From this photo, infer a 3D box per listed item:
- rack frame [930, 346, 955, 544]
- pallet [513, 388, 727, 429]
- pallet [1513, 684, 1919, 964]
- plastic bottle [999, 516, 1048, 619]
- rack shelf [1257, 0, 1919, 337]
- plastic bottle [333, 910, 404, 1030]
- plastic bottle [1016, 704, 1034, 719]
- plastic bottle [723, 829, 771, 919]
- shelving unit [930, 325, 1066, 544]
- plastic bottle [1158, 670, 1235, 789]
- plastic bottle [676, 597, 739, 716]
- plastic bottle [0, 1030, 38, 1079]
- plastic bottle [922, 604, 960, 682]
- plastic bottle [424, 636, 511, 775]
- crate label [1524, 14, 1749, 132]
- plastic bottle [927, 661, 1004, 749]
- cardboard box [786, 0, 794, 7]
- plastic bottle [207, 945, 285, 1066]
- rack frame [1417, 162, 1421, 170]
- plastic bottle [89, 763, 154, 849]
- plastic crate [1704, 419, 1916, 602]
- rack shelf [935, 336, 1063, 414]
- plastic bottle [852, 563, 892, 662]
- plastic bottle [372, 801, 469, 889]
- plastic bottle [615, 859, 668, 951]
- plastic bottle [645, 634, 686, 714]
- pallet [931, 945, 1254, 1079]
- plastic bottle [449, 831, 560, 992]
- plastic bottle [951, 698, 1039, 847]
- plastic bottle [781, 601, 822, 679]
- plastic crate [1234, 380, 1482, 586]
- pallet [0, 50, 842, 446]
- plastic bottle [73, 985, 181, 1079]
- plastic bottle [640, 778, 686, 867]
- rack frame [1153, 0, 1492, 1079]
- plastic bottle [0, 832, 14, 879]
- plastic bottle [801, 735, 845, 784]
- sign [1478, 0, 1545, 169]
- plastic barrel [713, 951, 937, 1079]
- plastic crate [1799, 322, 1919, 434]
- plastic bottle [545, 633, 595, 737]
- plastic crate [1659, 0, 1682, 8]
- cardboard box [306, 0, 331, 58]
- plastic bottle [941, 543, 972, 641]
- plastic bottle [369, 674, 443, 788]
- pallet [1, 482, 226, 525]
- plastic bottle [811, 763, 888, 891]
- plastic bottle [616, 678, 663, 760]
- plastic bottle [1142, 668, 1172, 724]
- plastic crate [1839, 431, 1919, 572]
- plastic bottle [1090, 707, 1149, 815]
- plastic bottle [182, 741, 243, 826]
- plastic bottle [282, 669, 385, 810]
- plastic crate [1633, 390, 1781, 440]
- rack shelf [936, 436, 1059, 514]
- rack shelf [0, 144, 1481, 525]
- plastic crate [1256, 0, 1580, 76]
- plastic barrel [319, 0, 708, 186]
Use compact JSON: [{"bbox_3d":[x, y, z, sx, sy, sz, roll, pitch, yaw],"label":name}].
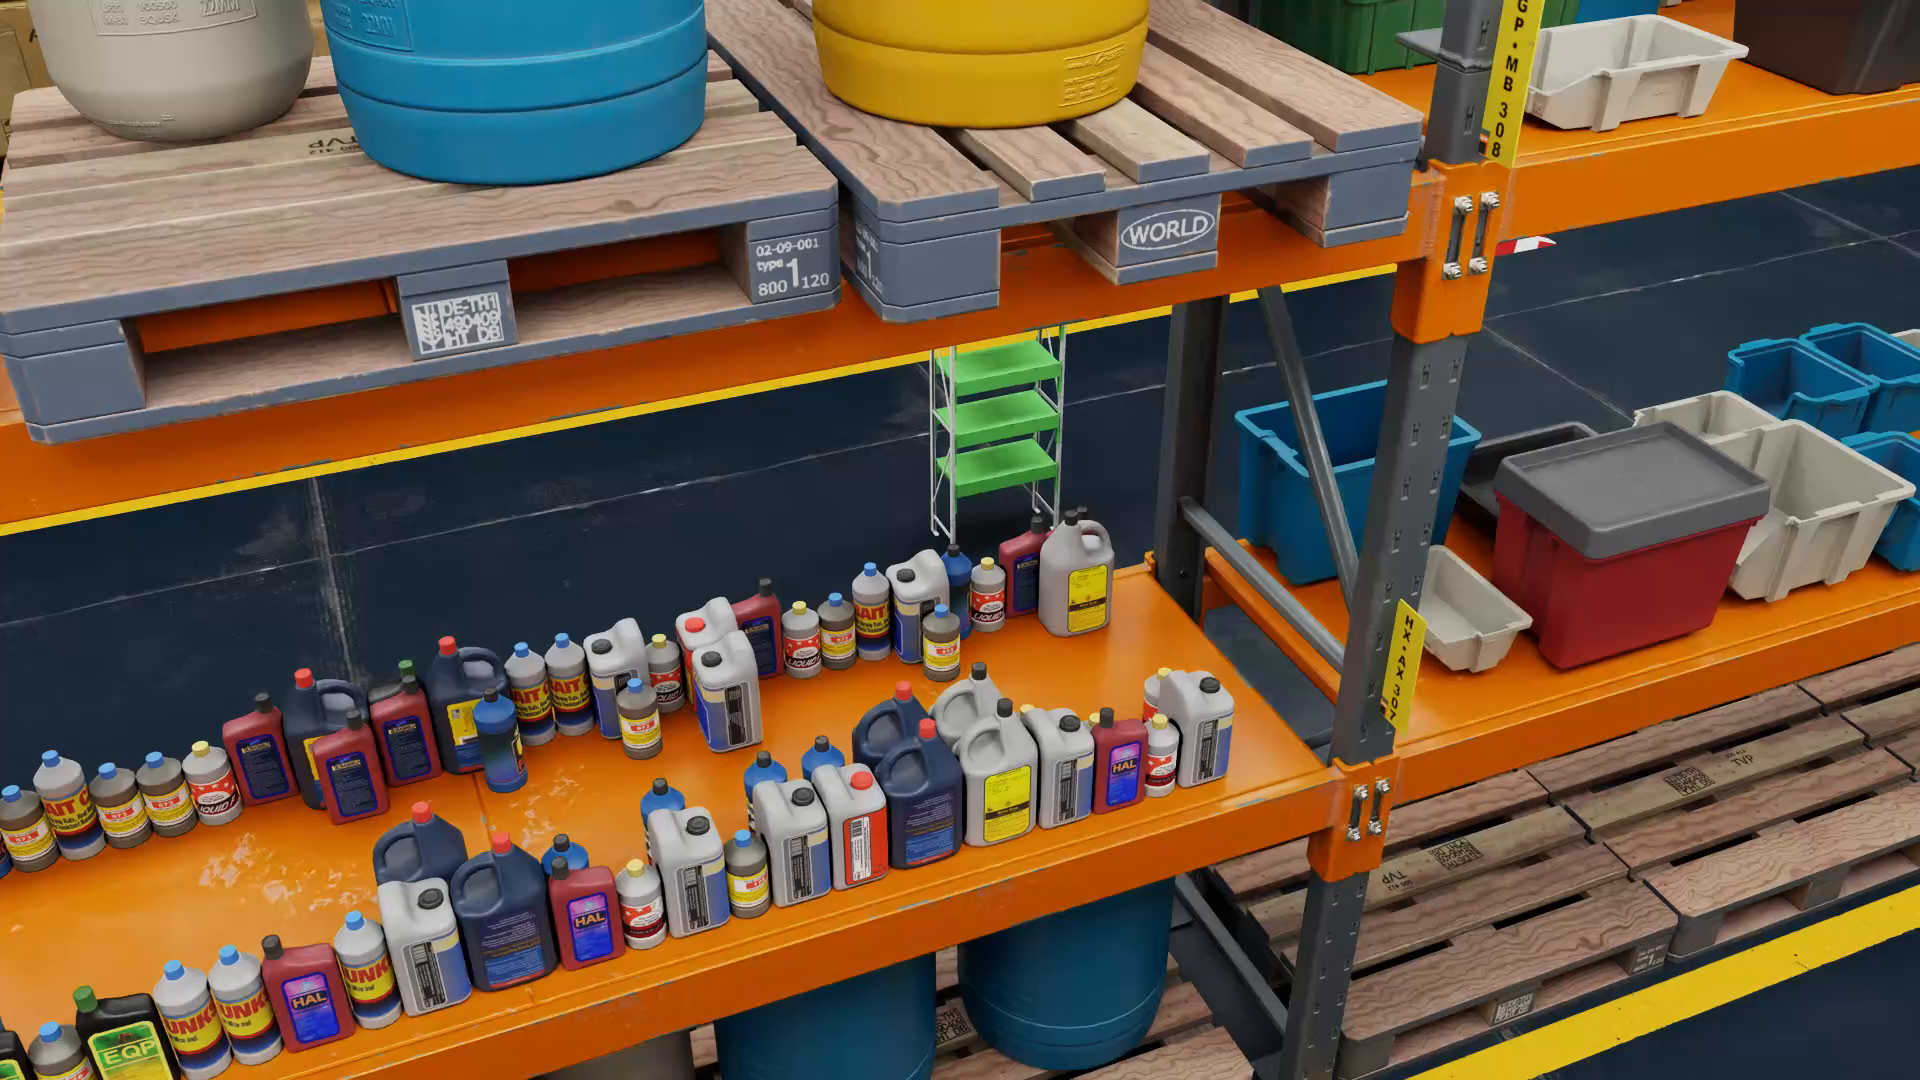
[{"bbox_3d":[-0.072,-0.486,6.897,0.015,1.200,0.240,-13,35,-19],"label":"rack frame"},{"bbox_3d":[-1.851,-1.000,8.594,1.213,0.211,1.003,-13,35,-19],"label":"pallet"},{"bbox_3d":[2.588,0.866,5.725,1.213,0.211,1.003,-13,35,-19],"label":"pallet"},{"bbox_3d":[0.172,0.072,4.496,0.133,0.283,0.061,-13,35,-19],"label":"plastic bottle"},{"bbox_3d":[2.643,-1.246,4.324,4.000,0.370,1.077,-13,35,-19],"label":"rack shelf"},{"bbox_3d":[-1.183,0.847,3.316,0.097,0.271,0.097,0,33,0],"label":"plastic bottle"},{"bbox_3d":[0.158,0.479,3.945,0.097,0.201,0.097,0,33,0],"label":"plastic bottle"},{"bbox_3d":[-0.462,0.711,3.589,0.097,0.201,0.097,0,33,0],"label":"plastic bottle"},{"bbox_3d":[0.153,-0.538,6.976,0.503,1.200,0.258,-13,35,-19],"label":"shelving unit"},{"bbox_3d":[0.560,0.430,3.953,0.135,0.276,0.152,-13,35,-19],"label":"plastic bottle"},{"bbox_3d":[-0.629,0.286,4.174,0.135,0.276,0.152,-13,35,-19],"label":"plastic bottle"},{"bbox_3d":[-1.797,0.994,3.080,0.133,0.283,0.061,-13,35,-19],"label":"plastic bottle"},{"bbox_3d":[-0.047,0.257,4.286,0.097,0.201,0.097,0,33,0],"label":"plastic bottle"},{"bbox_3d":[-1.171,0.376,3.967,0.185,0.351,0.144,-13,35,-19],"label":"plastic bottle"},{"bbox_3d":[1.362,-0.973,3.486,0.466,0.136,0.293,-13,35,-19],"label":"crate label"},{"bbox_3d":[0.022,0.439,3.871,0.185,0.351,0.144,-13,35,-19],"label":"plastic bottle"},{"bbox_3d":[-0.572,-2.779,7.762,0.500,0.500,0.500,-12,35,-18],"label":"cardboard box"},{"bbox_3d":[-1.396,0.896,3.241,0.097,0.271,0.097,0,33,0],"label":"plastic bottle"},{"bbox_3d":[2.573,-3.204,9.424,0.127,3.000,1.000,-13,35,-19],"label":"rack frame"},{"bbox_3d":[-1.907,0.593,3.770,0.097,0.201,0.097,0,33,0],"label":"plastic bottle"},{"bbox_3d":[2.278,-0.073,4.666,0.530,0.282,0.437,-13,35,-19],"label":"plastic crate"},{"bbox_3d":[0.153,-0.685,6.880,0.480,0.148,0.258,-13,35,-19],"label":"rack shelf"},{"bbox_3d":[-0.230,0.180,4.341,0.097,0.271,0.097,0,33,0],"label":"plastic bottle"},{"bbox_3d":[-1.121,0.696,3.476,0.185,0.351,0.144,-13,35,-19],"label":"plastic bottle"},{"bbox_3d":[-0.676,0.760,3.513,0.097,0.201,0.097,0,33,0],"label":"plastic bottle"},{"bbox_3d":[-0.747,0.328,4.178,0.097,0.201,0.097,0,33,0],"label":"plastic bottle"},{"bbox_3d":[0.071,1.443,4.839,1.213,0.211,1.003,-13,35,-19],"label":"pallet"},{"bbox_3d":[-0.938,0.744,3.402,0.185,0.351,0.144,-13,35,-19],"label":"plastic bottle"},{"bbox_3d":[0.078,0.511,3.759,0.185,0.351,0.144,-13,35,-19],"label":"plastic bottle"},{"bbox_3d":[-0.410,0.250,4.297,0.097,0.201,0.097,0,33,0],"label":"plastic bottle"},{"bbox_3d":[1.097,-0.157,4.700,0.575,0.384,0.392,-13,35,-19],"label":"plastic crate"},{"bbox_3d":[-0.931,-0.591,2.830,1.213,0.211,1.003,-13,35,-19],"label":"pallet"},{"bbox_3d":[-1.585,0.945,3.155,0.133,0.283,0.061,-13,35,-19],"label":"plastic bottle"},{"bbox_3d":[-0.645,0.634,3.643,0.097,0.271,0.097,0,33,0],"label":"plastic bottle"},{"bbox_3d":[0.799,0.132,4.297,0.127,3.000,1.000,-13,35,-19],"label":"rack frame"},{"bbox_3d":[-2.176,0.625,3.656,0.097,0.271,0.097,0,33,0],"label":"plastic bottle"},{"bbox_3d":[-0.307,0.556,3.762,0.097,0.271,0.097,0,33,0],"label":"plastic bottle"},{"bbox_3d":[1.010,-0.852,3.051,0.005,0.325,0.100,-13,35,-19],"label":"sign"},{"bbox_3d":[-0.362,1.091,4.361,0.708,0.901,0.600,-13,35,-19],"label":"plastic barrel"},{"bbox_3d":[2.918,-0.503,5.371,0.300,0.233,0.416,-13,35,-19],"label":"plastic crate"},{"bbox_3d":[-0.961,0.347,4.084,0.097,0.271,0.097,0,33,0],"label":"plastic bottle"},{"bbox_3d":[1.824,-1.475,4.258,0.466,0.136,0.293,-13,35,-19],"label":"plastic crate"},{"bbox_3d":[-2.720,-2.174,7.363,0.500,0.500,0.700,-23,39,-31],"label":"cardboard box"},{"bbox_3d":[-0.017,0.131,4.416,0.097,0.271,0.097,0,33,0],"label":"plastic bottle"},{"bbox_3d":[-1.311,0.448,3.919,0.133,0.283,0.061,-13,35,-19],"label":"plastic bottle"},{"bbox_3d":[-4.100,-0.485,7.802,1.213,0.211,1.003,-13,35,-19],"label":"pallet"},{"bbox_3d":[-0.241,0.613,3.671,0.135,0.276,0.152,-13,35,-19],"label":"plastic bottle"},{"bbox_3d":[-0.778,0.425,4.029,0.097,0.201,0.097,0,33,0],"label":"plastic bottle"},{"bbox_3d":[0.495,0.402,4.064,0.097,0.201,0.097,0,33,0],"label":"plastic bottle"},{"bbox_3d":[2.693,-0.105,4.760,0.300,0.233,0.416,-13,35,-19],"label":"plastic crate"},{"bbox_3d":[0.365,0.498,3.841,0.133,0.283,0.061,-13,35,-19],"label":"plastic bottle"},{"bbox_3d":[-1.727,0.552,3.833,0.097,0.201,0.097,0,33,0],"label":"plastic bottle"},{"bbox_3d":[-1.465,0.443,3.864,0.185,0.351,0.144,-13,35,-19],"label":"plastic bottle"},{"bbox_3d":[2.288,-0.301,5.150,0.466,0.136,0.293,-13,35,-19],"label":"plastic crate"},{"bbox_3d":[0.153,-0.283,7.142,0.480,0.148,0.258,-13,35,-19],"label":"rack shelf"},{"bbox_3d":[-1.045,-0.402,3.026,4.000,0.370,1.077,-13,35,-19],"label":"rack shelf"},{"bbox_3d":[1.072,-1.278,3.908,0.662,0.188,0.450,-13,35,-19],"label":"plastic crate"},{"bbox_3d":[-0.716,-1.074,2.556,0.708,0.901,0.600,-13,35,-19],"label":"plastic barrel"}]
